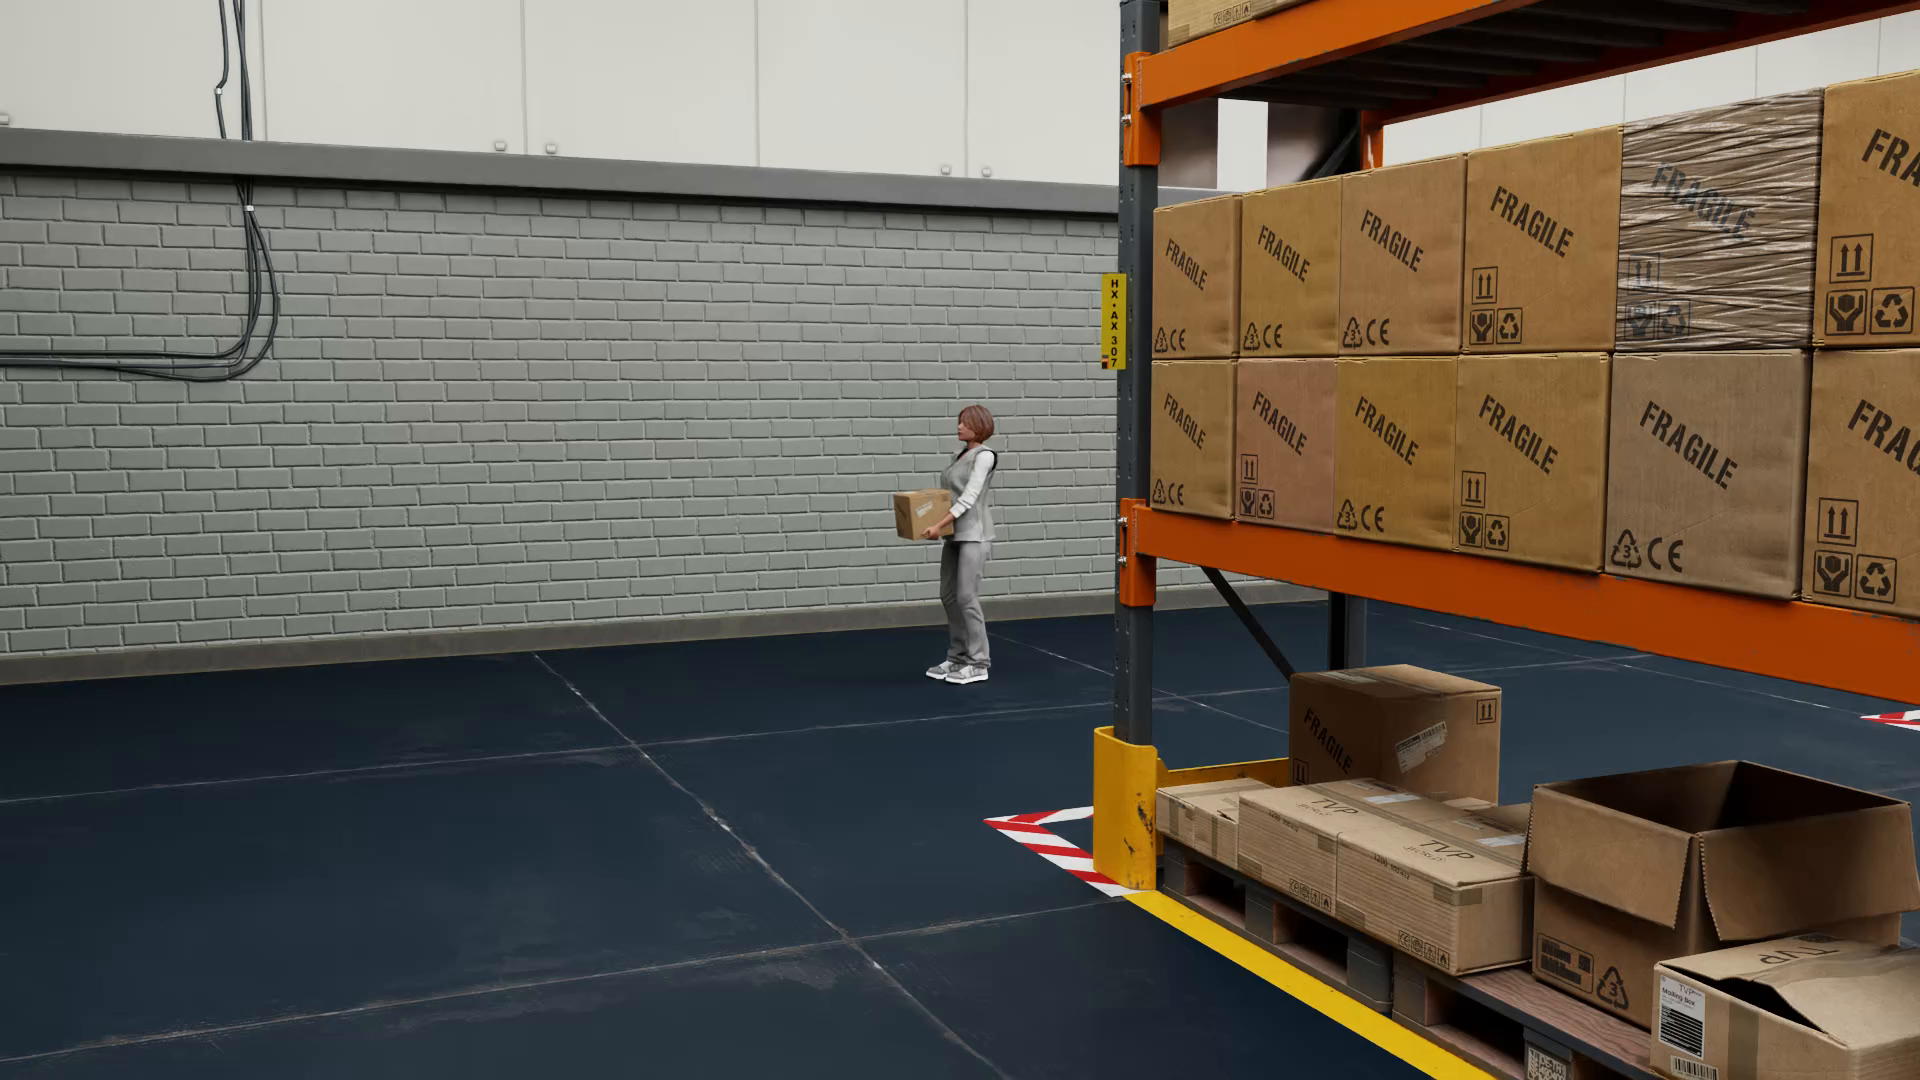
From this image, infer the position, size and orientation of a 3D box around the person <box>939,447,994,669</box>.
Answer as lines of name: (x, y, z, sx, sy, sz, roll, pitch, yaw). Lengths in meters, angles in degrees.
person: (0.027, 0.106, 9.572, 0.316, 1.280, 0.406, -2, 6, -23)
